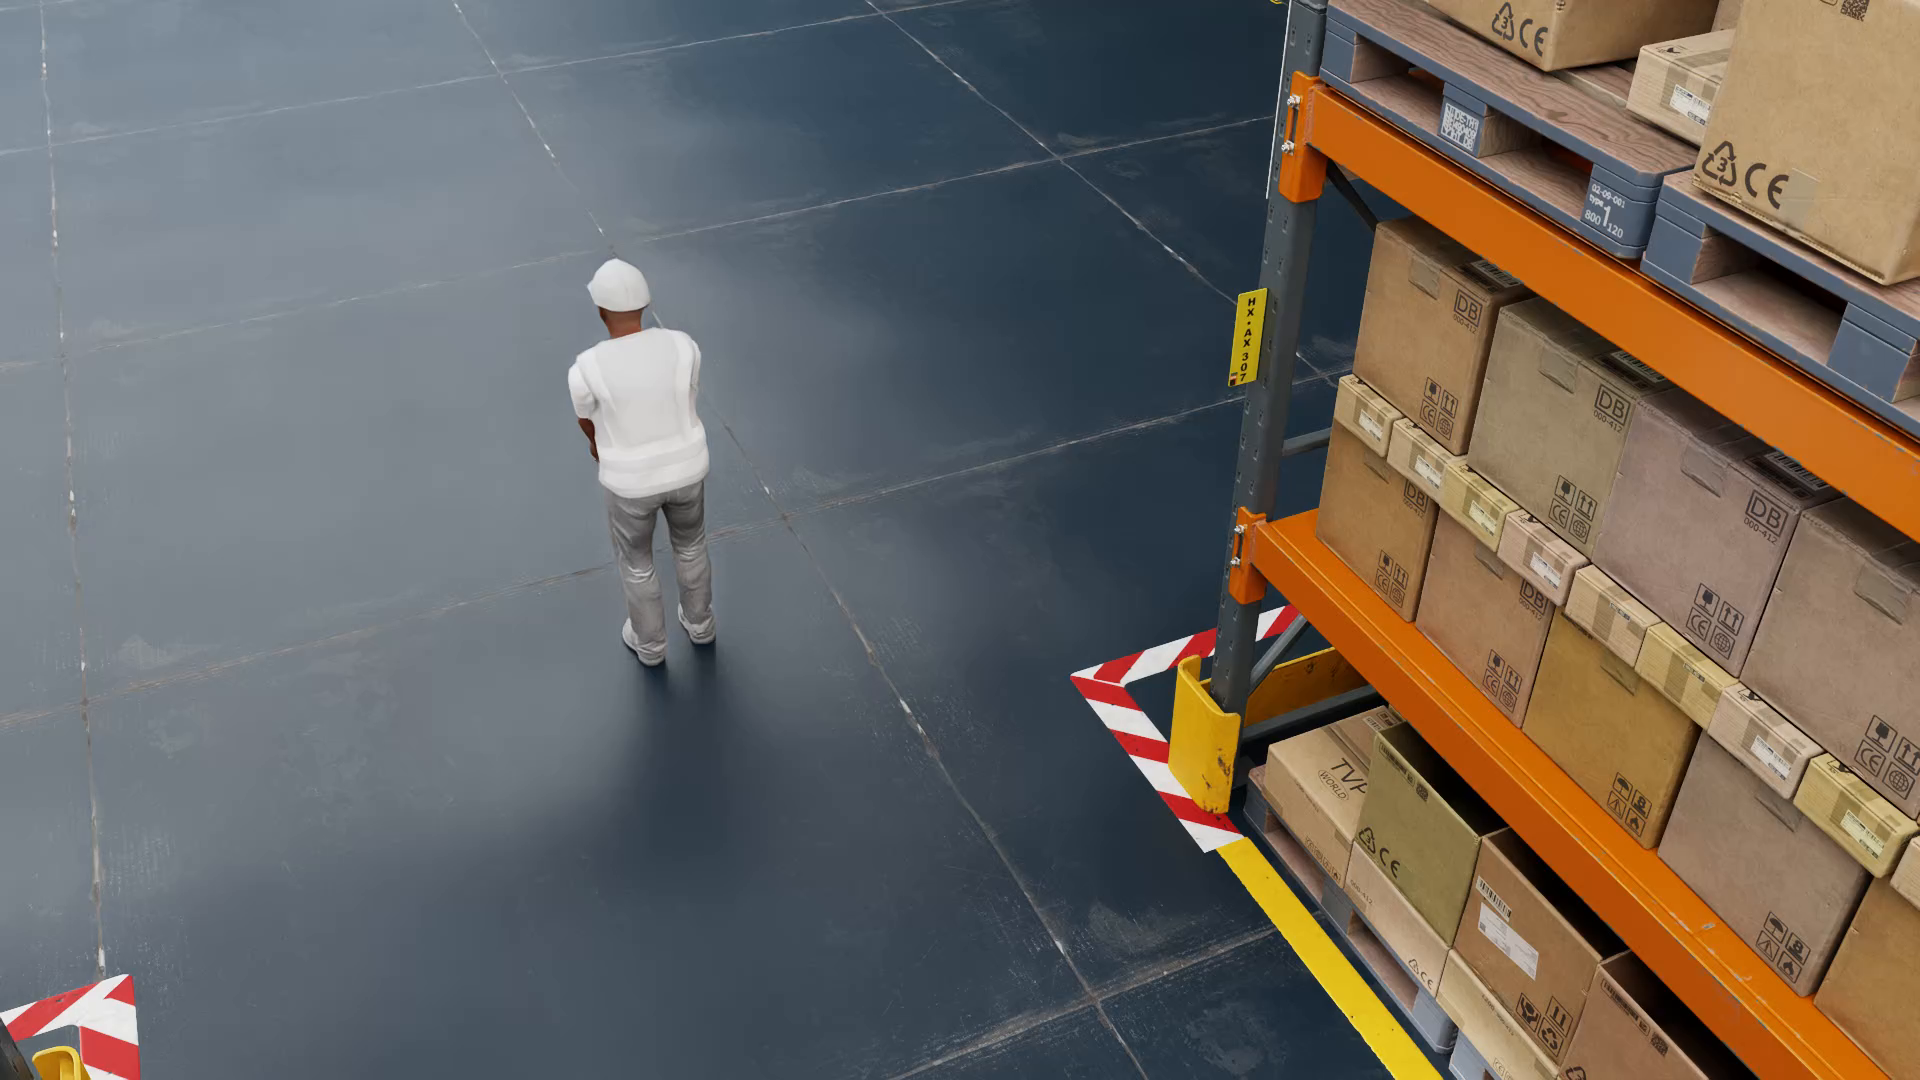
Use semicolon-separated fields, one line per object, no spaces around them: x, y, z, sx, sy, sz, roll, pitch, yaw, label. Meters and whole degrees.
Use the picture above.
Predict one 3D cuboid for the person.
-1.252;-0.319;6.558;0.504;1.758;0.581;-16;40;-21;person
